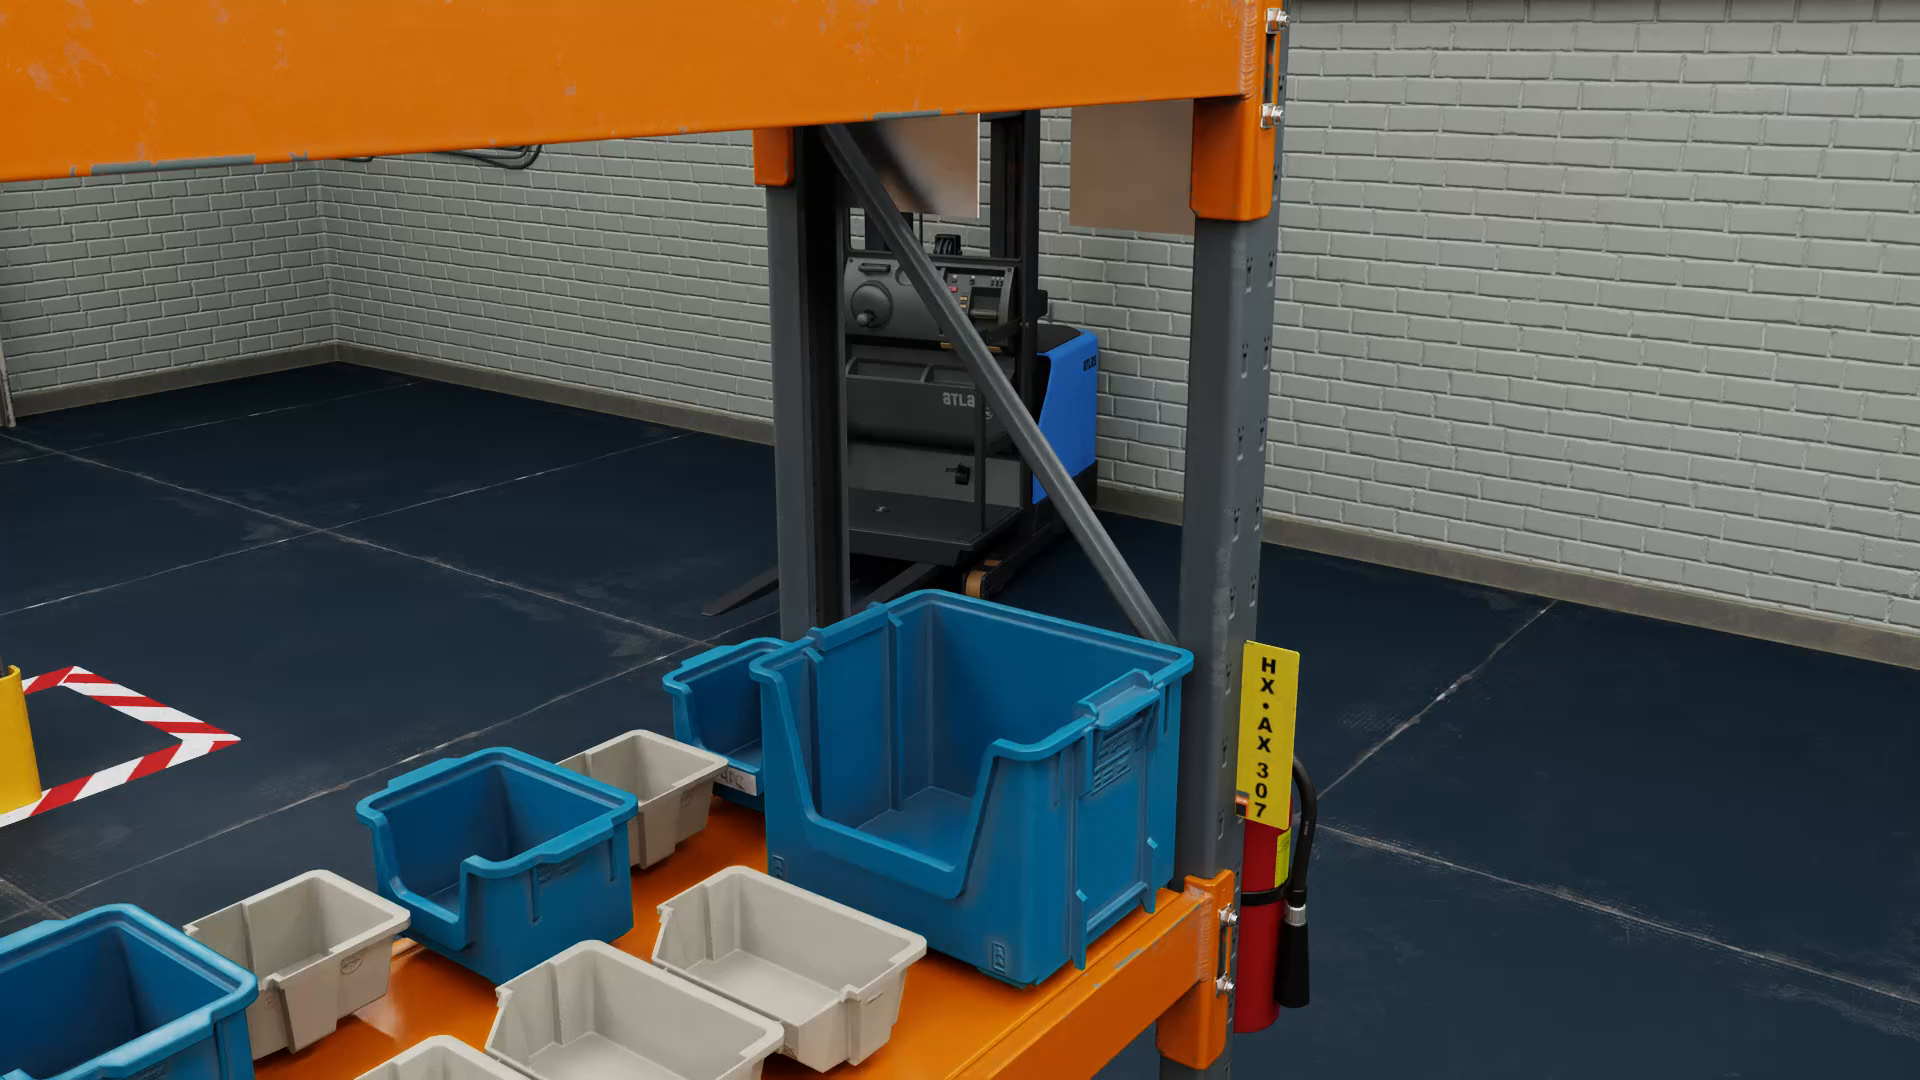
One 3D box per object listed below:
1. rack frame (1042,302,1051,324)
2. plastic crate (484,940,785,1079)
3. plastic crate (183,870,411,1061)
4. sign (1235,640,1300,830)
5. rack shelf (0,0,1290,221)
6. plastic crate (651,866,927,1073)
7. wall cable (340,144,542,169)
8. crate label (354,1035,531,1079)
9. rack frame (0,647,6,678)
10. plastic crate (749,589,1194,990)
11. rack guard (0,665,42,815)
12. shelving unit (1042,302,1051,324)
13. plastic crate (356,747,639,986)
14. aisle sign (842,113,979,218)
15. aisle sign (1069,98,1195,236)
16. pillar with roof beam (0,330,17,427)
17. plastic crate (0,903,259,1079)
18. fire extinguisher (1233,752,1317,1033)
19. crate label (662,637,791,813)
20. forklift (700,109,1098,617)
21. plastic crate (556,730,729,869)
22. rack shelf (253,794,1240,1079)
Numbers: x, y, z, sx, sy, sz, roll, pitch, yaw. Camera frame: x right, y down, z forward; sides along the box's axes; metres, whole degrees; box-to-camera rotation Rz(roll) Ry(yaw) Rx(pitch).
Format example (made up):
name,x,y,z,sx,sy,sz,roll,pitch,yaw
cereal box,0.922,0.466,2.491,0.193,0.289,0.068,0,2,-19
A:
name,x,y,z,sx,sy,sz,roll,pitch,yaw
rack frame,0.435,-0.829,9.941,0.240,1.200,0.006,12,20,35
plastic crate,-0.454,0.709,2.247,0.396,0.136,0.243,12,21,35
plastic crate,-1.003,0.640,2.469,0.250,0.136,0.298,12,21,35
sign,0.522,0.334,2.835,0.100,0.325,0.005,12,21,35
rack shelf,-1.121,-0.294,1.288,1.077,0.370,4.000,12,21,35
plastic crate,-0.270,0.642,2.462,0.396,0.136,0.243,12,21,35
wall cable,-4.229,-4.098,12.503,3.097,2.526,0.112,12,21,35
crate label,-0.600,0.779,2.020,0.396,0.136,0.243,12,21,35
rack frame,-3.905,-0.558,5.981,1.000,3.000,0.127,12,21,35
plastic crate,0.021,0.386,2.783,0.616,0.435,0.499,12,21,35
rack guard,-3.950,0.654,6.294,1.175,0.500,0.348,12,21,35
shelving unit,0.381,-0.809,9.871,0.258,1.200,0.189,12,20,35
plastic crate,-0.733,0.527,2.669,0.416,0.233,0.300,12,21,35
aisle sign,-0.125,-0.992,2.998,0.394,0.787,0.004,12,21,35
aisle sign,0.349,-0.888,2.663,0.394,0.787,0.004,12,21,35
pillar with roof beam,-3.514,-4.332,8.021,9.100,9.000,0.400,12,21,35
plastic crate,-1.125,0.684,2.164,0.416,0.233,0.300,12,21,35
fire extinguisher,0.526,0.578,3.084,0.296,0.674,0.183,12,21,35
crate label,-0.341,0.371,3.174,0.416,0.233,0.303,12,21,35
forklift,-0.251,-1.229,8.258,1.130,2.935,3.031,7,19,22
plastic crate,-0.598,0.478,2.989,0.250,0.136,0.298,12,21,35
rack shelf,-1.121,1.139,1.732,1.077,0.370,4.000,12,21,35
